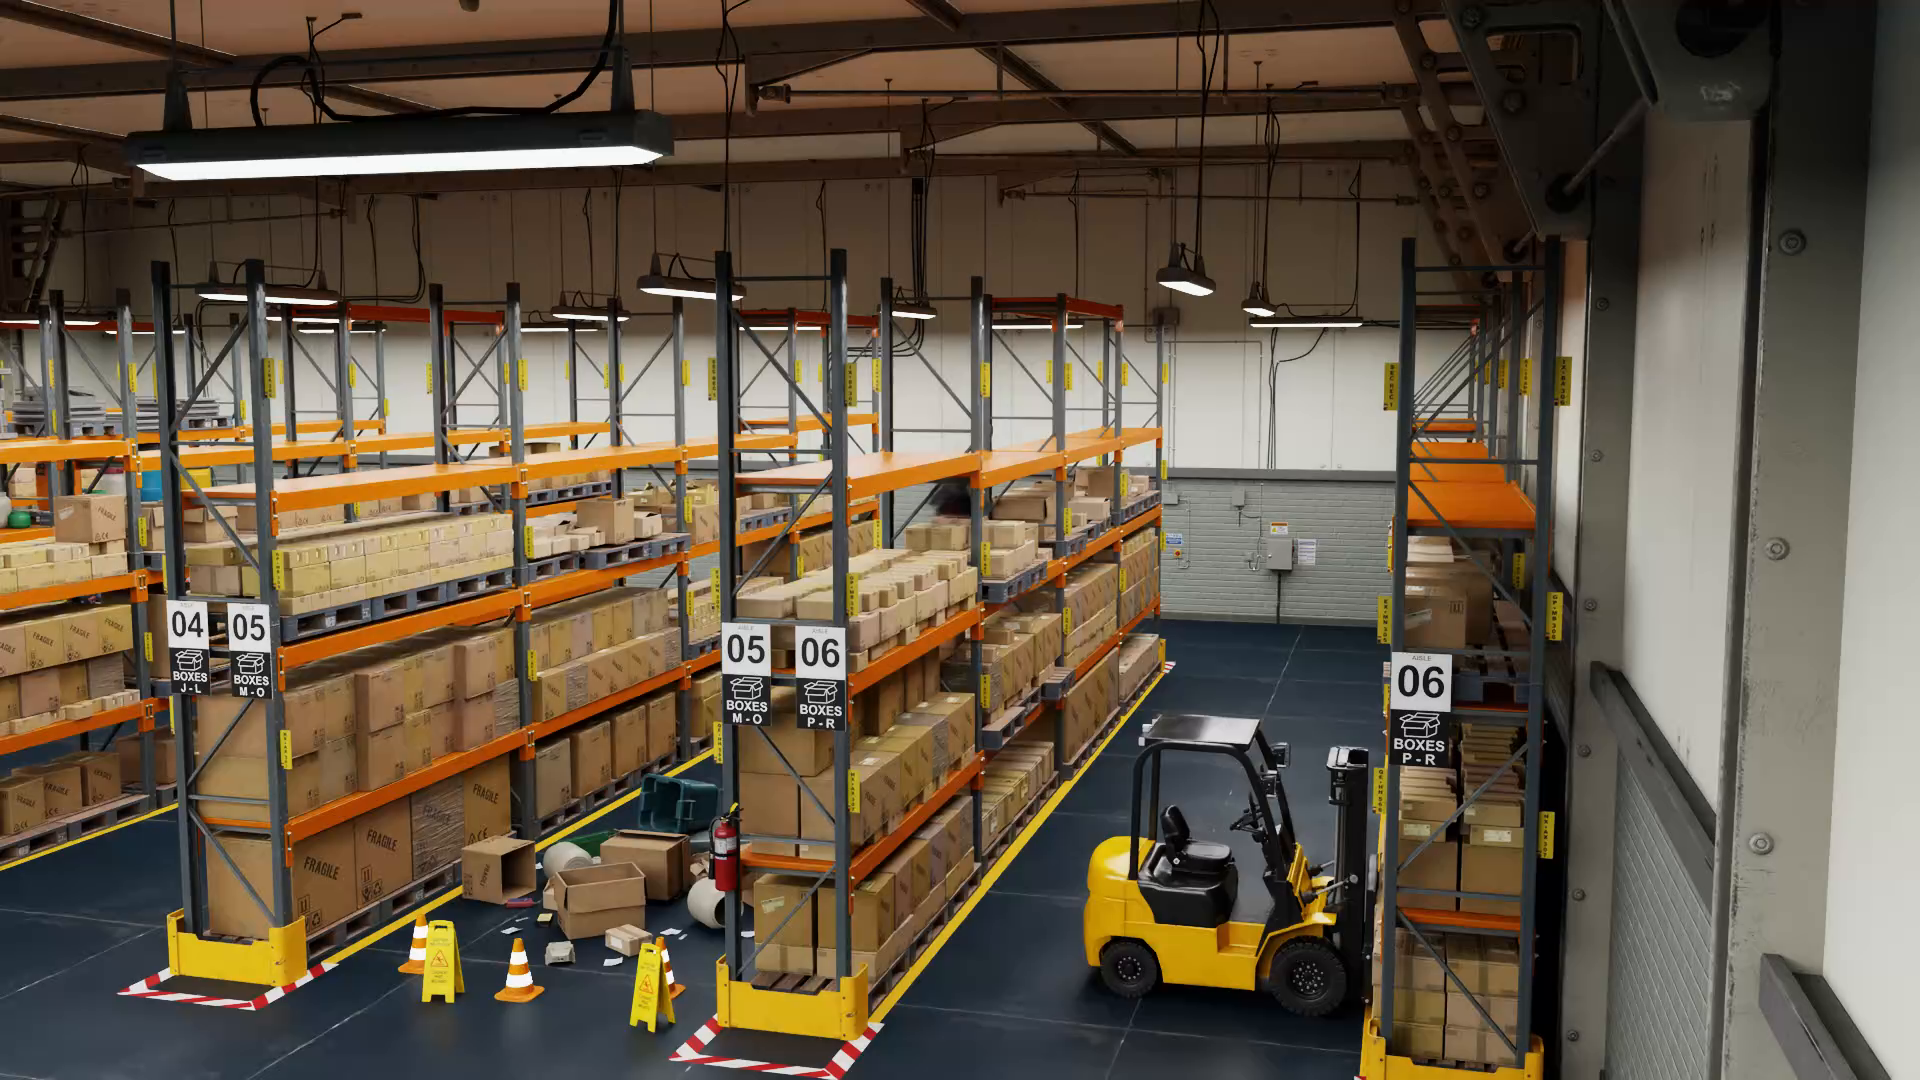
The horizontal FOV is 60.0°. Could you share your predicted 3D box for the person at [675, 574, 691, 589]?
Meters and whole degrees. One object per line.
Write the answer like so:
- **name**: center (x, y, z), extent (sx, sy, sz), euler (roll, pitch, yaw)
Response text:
- **person**: center (-4.463, 1.404, 26.959), extent (0.674, 1.801, 0.934), euler (2, 6, 19)
